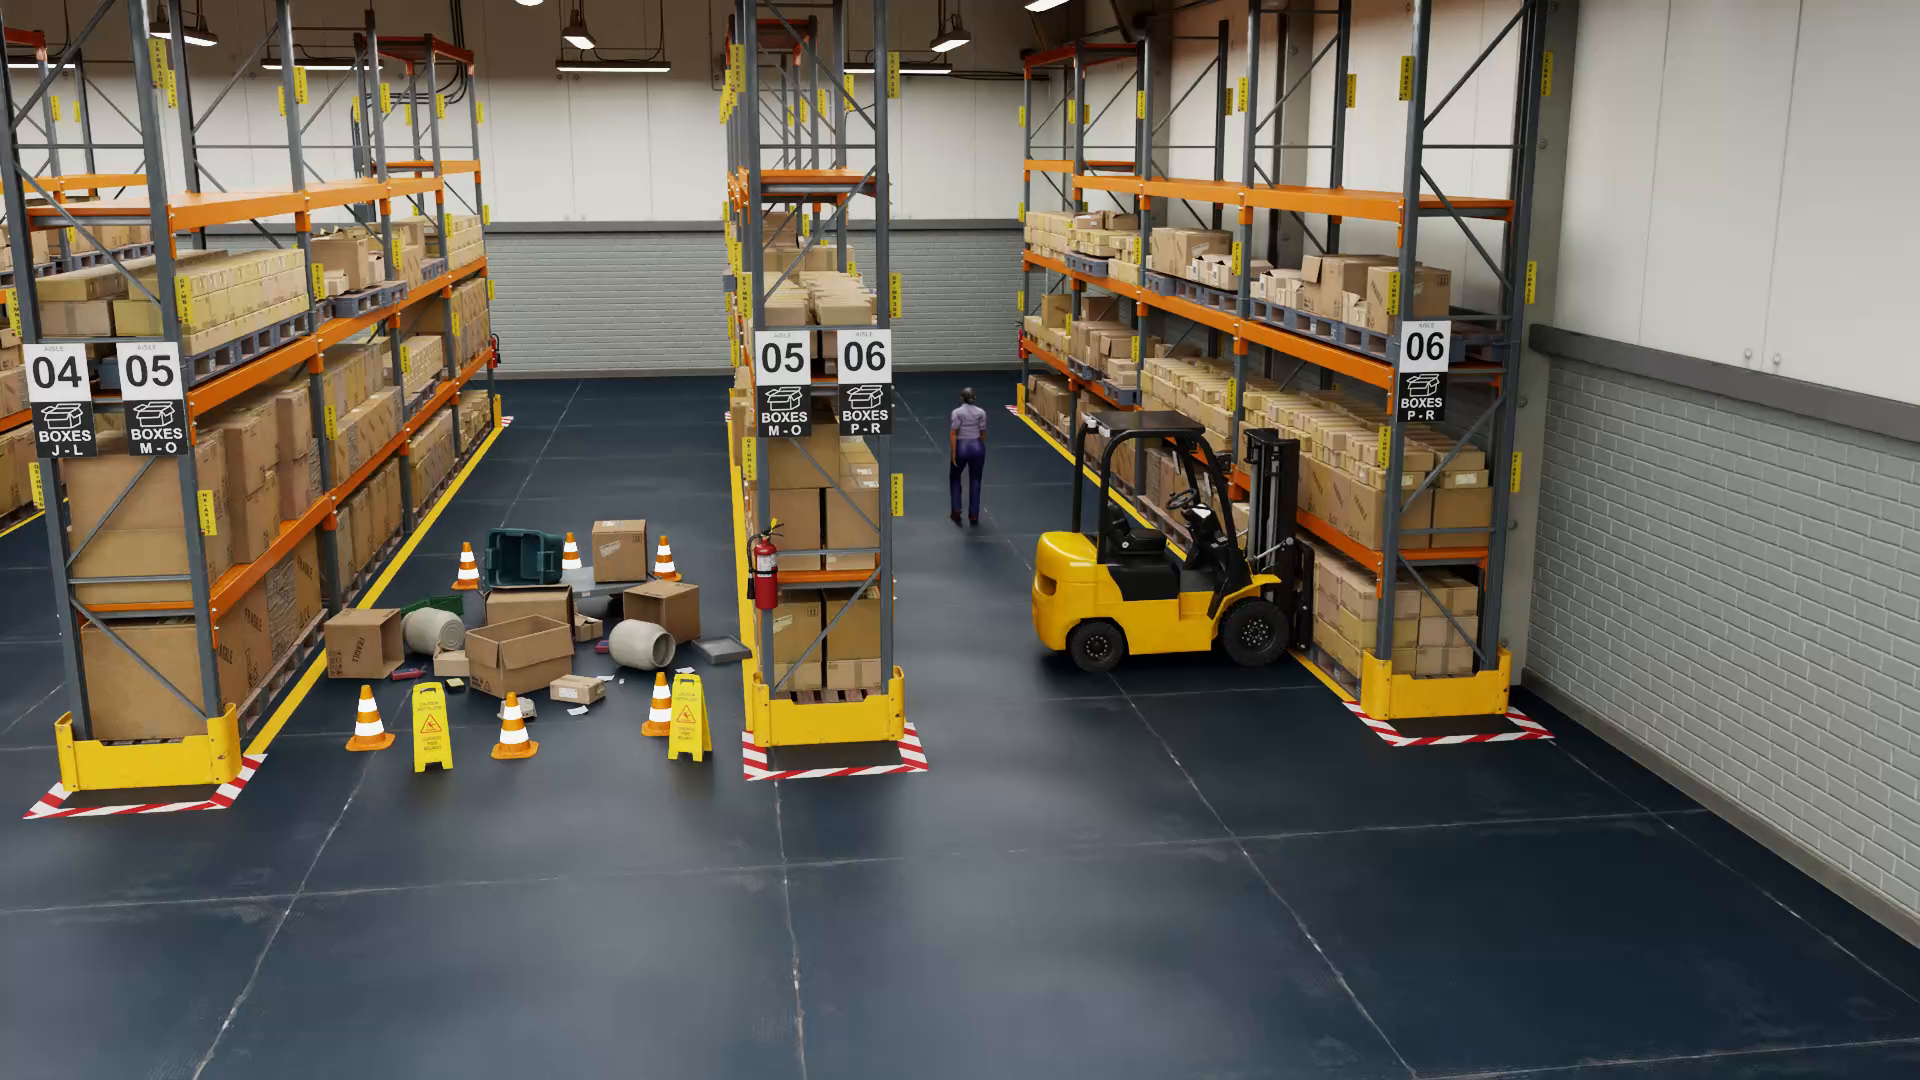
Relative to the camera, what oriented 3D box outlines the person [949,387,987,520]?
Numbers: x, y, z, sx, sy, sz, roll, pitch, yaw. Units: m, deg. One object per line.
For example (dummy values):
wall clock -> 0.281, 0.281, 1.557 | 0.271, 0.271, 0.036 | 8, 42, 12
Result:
person -> 0.095, -1.026, 20.496 | 0.485, 1.723, 0.565 | -2, 13, -10
